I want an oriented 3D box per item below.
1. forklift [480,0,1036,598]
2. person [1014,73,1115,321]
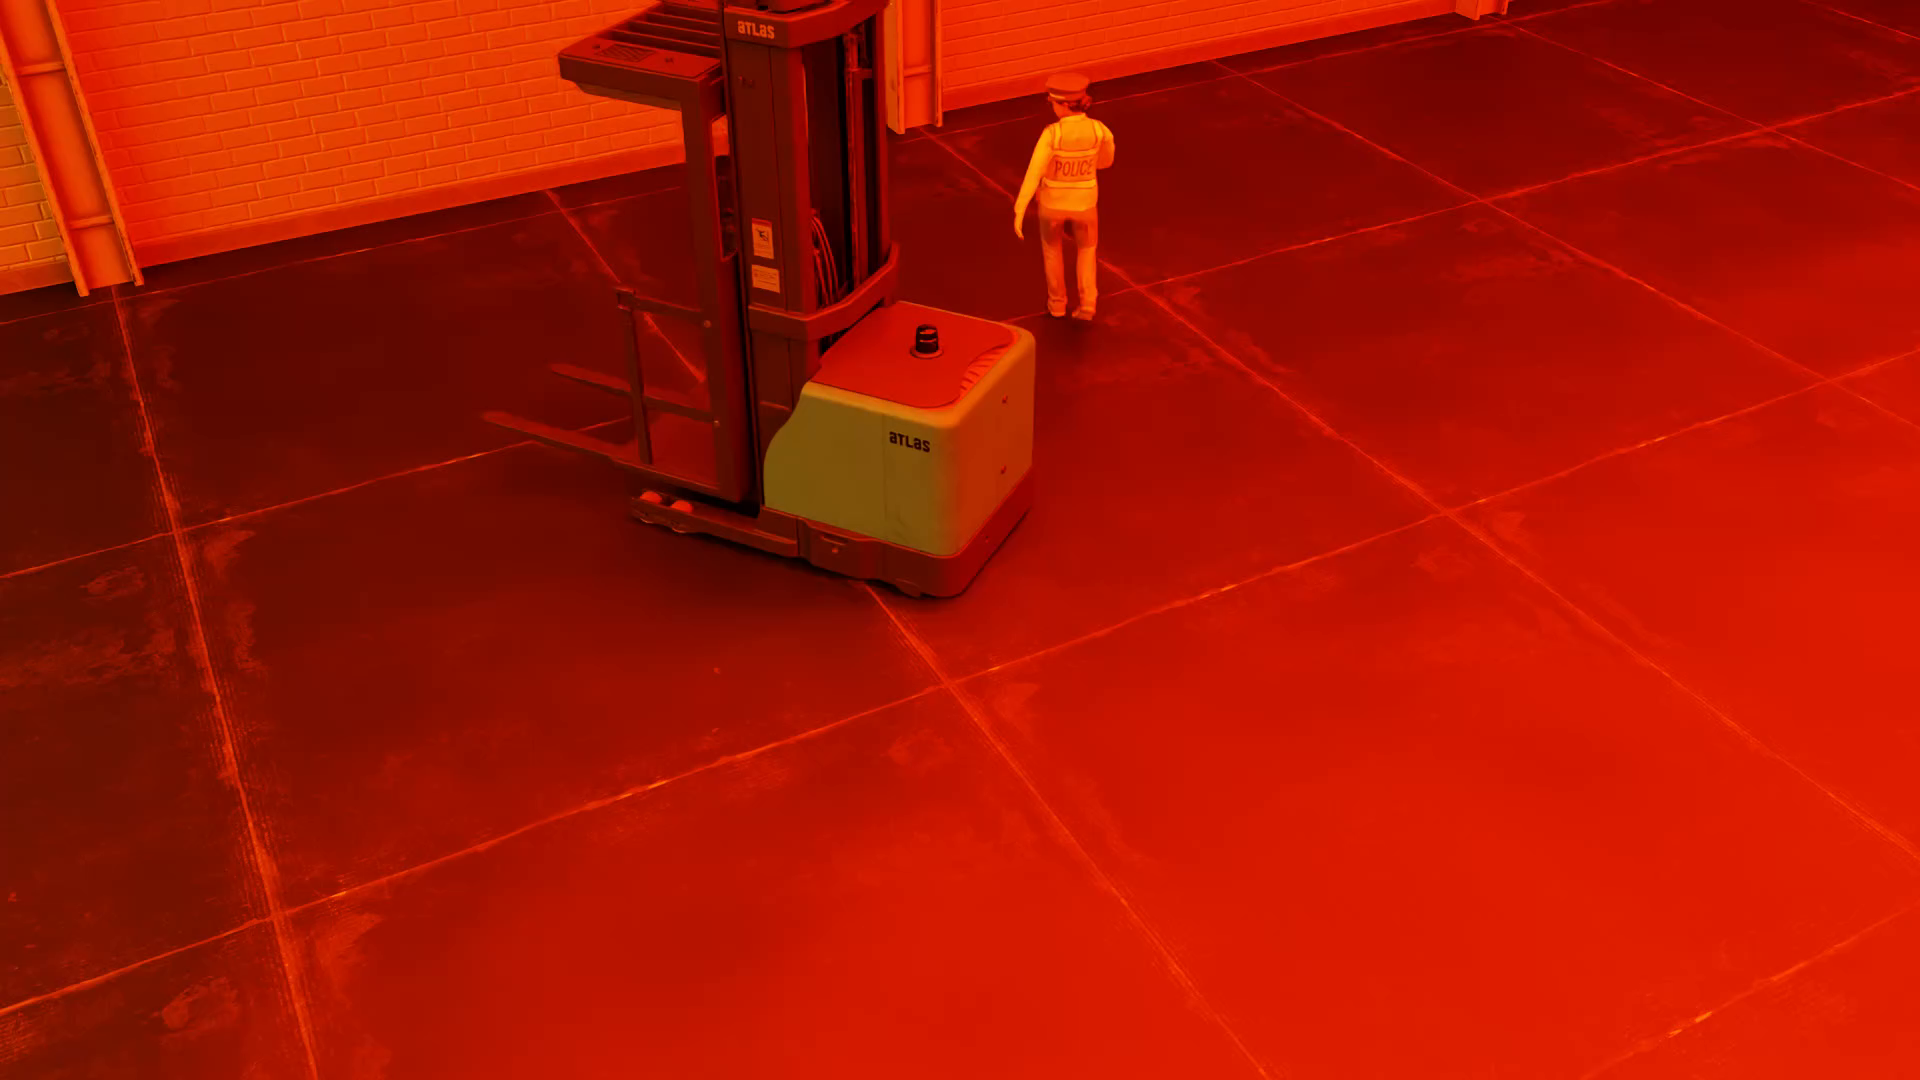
[{"bbox_3d":[-1.164,-1.490,8.231,3.031,2.935,1.130,16,38,21],"label":"forklift"},{"bbox_3d":[0.631,-2.071,10.210,0.620,1.613,0.593,-1,35,-1],"label":"person"}]
